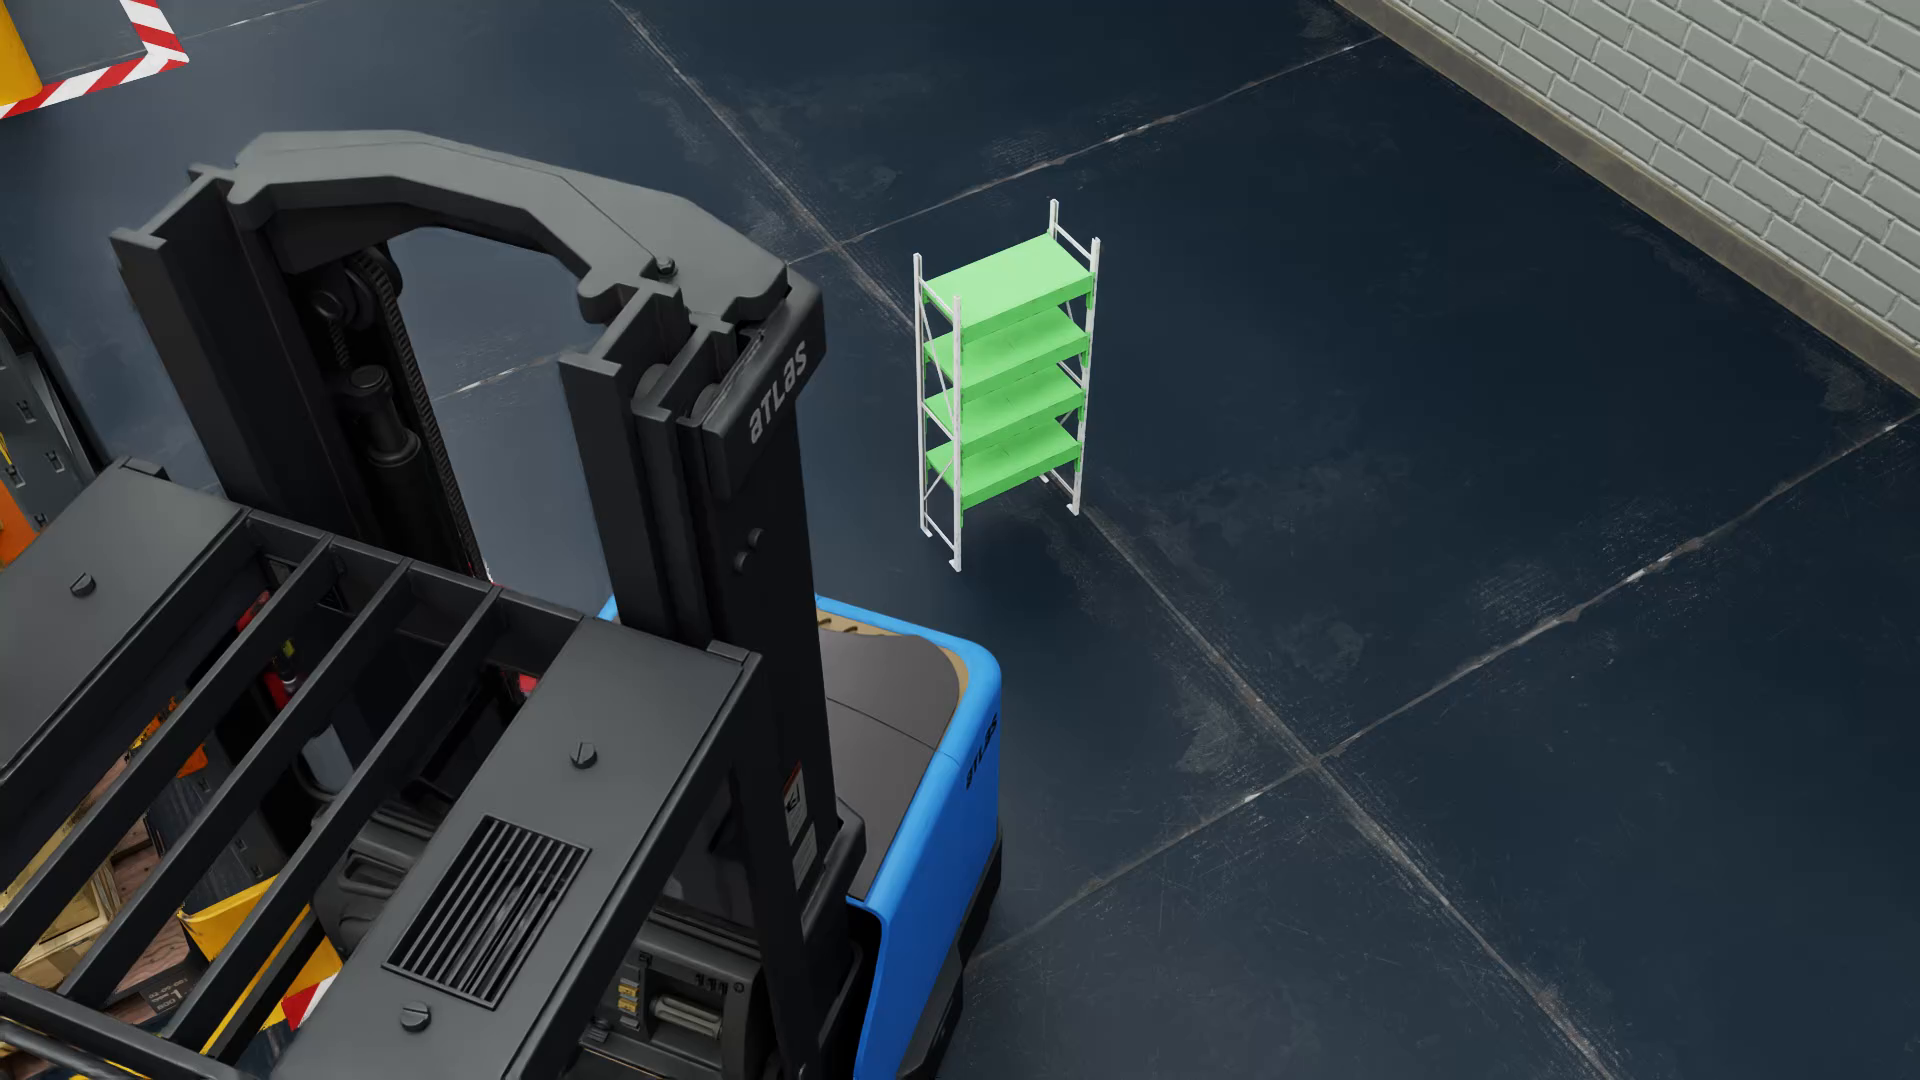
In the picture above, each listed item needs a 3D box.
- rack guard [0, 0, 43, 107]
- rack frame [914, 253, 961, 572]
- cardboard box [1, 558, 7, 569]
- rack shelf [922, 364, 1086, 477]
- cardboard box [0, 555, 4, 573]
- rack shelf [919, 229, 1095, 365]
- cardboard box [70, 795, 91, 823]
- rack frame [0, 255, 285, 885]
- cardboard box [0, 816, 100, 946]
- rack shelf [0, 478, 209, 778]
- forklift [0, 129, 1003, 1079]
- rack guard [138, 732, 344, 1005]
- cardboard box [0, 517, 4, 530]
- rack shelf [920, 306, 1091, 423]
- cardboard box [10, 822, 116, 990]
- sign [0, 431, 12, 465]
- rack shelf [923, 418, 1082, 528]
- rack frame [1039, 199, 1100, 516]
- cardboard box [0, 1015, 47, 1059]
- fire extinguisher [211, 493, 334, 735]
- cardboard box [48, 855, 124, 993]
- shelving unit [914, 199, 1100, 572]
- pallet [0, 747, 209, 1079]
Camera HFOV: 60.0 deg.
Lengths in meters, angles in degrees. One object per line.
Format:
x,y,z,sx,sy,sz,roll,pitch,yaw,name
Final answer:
-4.612,-2.498,7.640,0.348,0.500,1.175,-25,53,-21,rack guard
-0.066,-0.368,5.274,0.015,1.200,0.240,-25,53,-21,rack frame
-2.197,0.245,3.691,0.250,0.149,0.380,-25,53,-21,cardboard box
0.140,-0.422,5.408,0.480,0.148,0.258,-25,53,-21,rack shelf
-2.314,0.062,3.420,0.500,0.500,0.500,-24,53,-20,cardboard box
0.140,-0.742,5.050,0.480,0.148,0.258,-25,53,-21,rack shelf
-2.686,0.668,4.774,0.250,0.149,0.380,-24,53,-20,cardboard box
-2.072,-0.147,3.872,0.127,3.000,1.000,-25,53,-21,rack frame
-2.384,0.835,4.228,0.250,0.149,0.380,-25,53,-20,cardboard box
-3.763,0.889,3.431,4.000,0.370,1.077,-25,53,-21,rack shelf
-0.885,0.908,2.978,1.130,2.935,3.031,16,50,14,forklift
-2.136,0.715,4.779,0.348,0.500,1.175,-25,53,-21,rack guard
-2.520,-0.141,4.036,0.250,0.149,0.380,-26,53,-21,cardboard box
0.140,-0.582,5.229,0.480,0.148,0.258,-25,53,-21,rack shelf
-2.366,0.953,4.321,0.250,0.149,0.380,-27,53,-22,cardboard box
-1.792,-0.279,3.003,0.005,0.325,0.100,-25,53,-21,sign
0.140,-0.263,5.588,0.480,0.148,0.258,-25,53,-21,rack shelf
0.346,-0.562,5.447,0.015,1.200,0.240,-25,53,-21,rack frame
-2.569,1.169,4.328,0.250,0.149,0.380,-24,52,-20,cardboard box
-1.612,0.194,3.870,0.183,0.674,0.296,-25,53,-21,fire extinguisher
-2.406,1.003,4.476,0.250,0.149,0.380,-24,53,-20,cardboard box
0.140,-0.465,5.361,0.503,1.200,0.258,-25,53,-21,shelving unit
-2.842,1.112,4.618,1.213,0.211,1.003,-25,53,-21,pallet
